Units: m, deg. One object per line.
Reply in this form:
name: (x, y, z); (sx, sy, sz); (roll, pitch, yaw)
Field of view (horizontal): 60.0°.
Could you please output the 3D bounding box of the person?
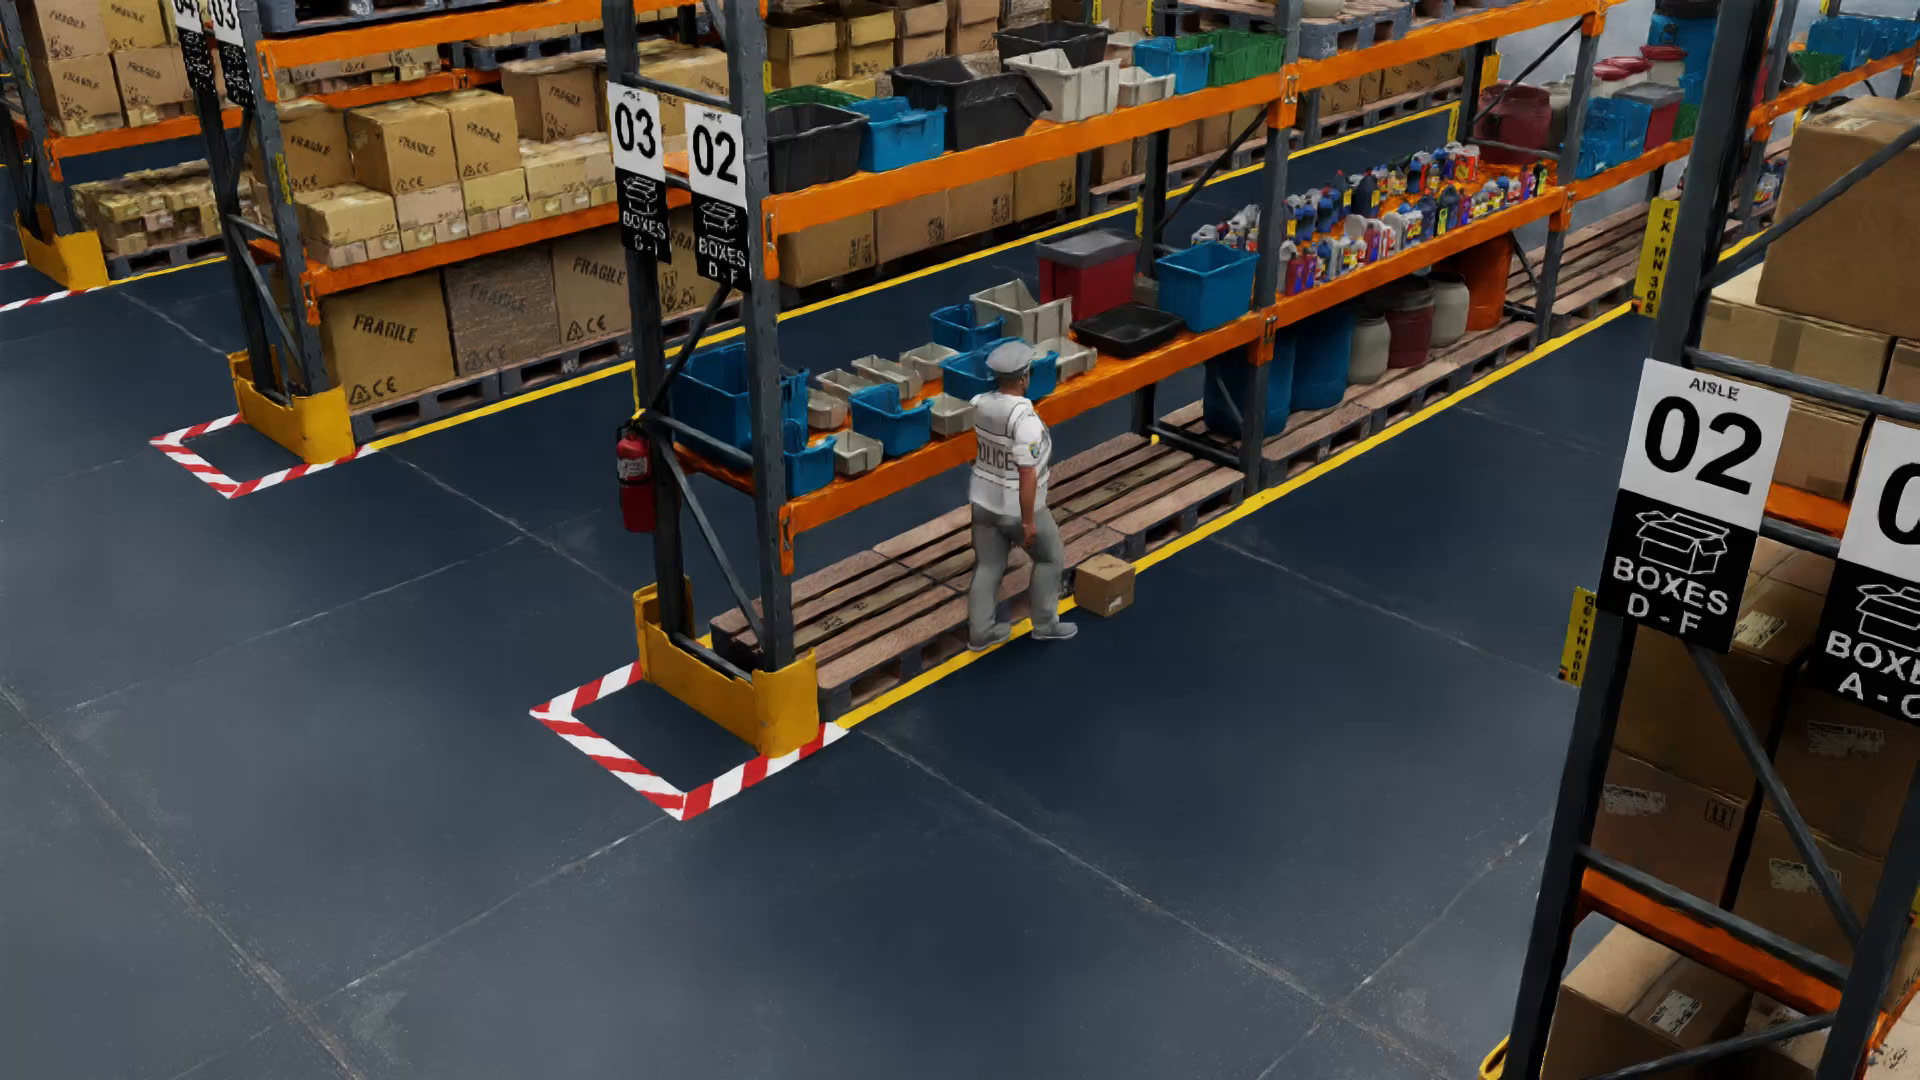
person: (0.299, -0.237, 9.037); (0.536, 1.770, 0.612); (23, 35, 37)
